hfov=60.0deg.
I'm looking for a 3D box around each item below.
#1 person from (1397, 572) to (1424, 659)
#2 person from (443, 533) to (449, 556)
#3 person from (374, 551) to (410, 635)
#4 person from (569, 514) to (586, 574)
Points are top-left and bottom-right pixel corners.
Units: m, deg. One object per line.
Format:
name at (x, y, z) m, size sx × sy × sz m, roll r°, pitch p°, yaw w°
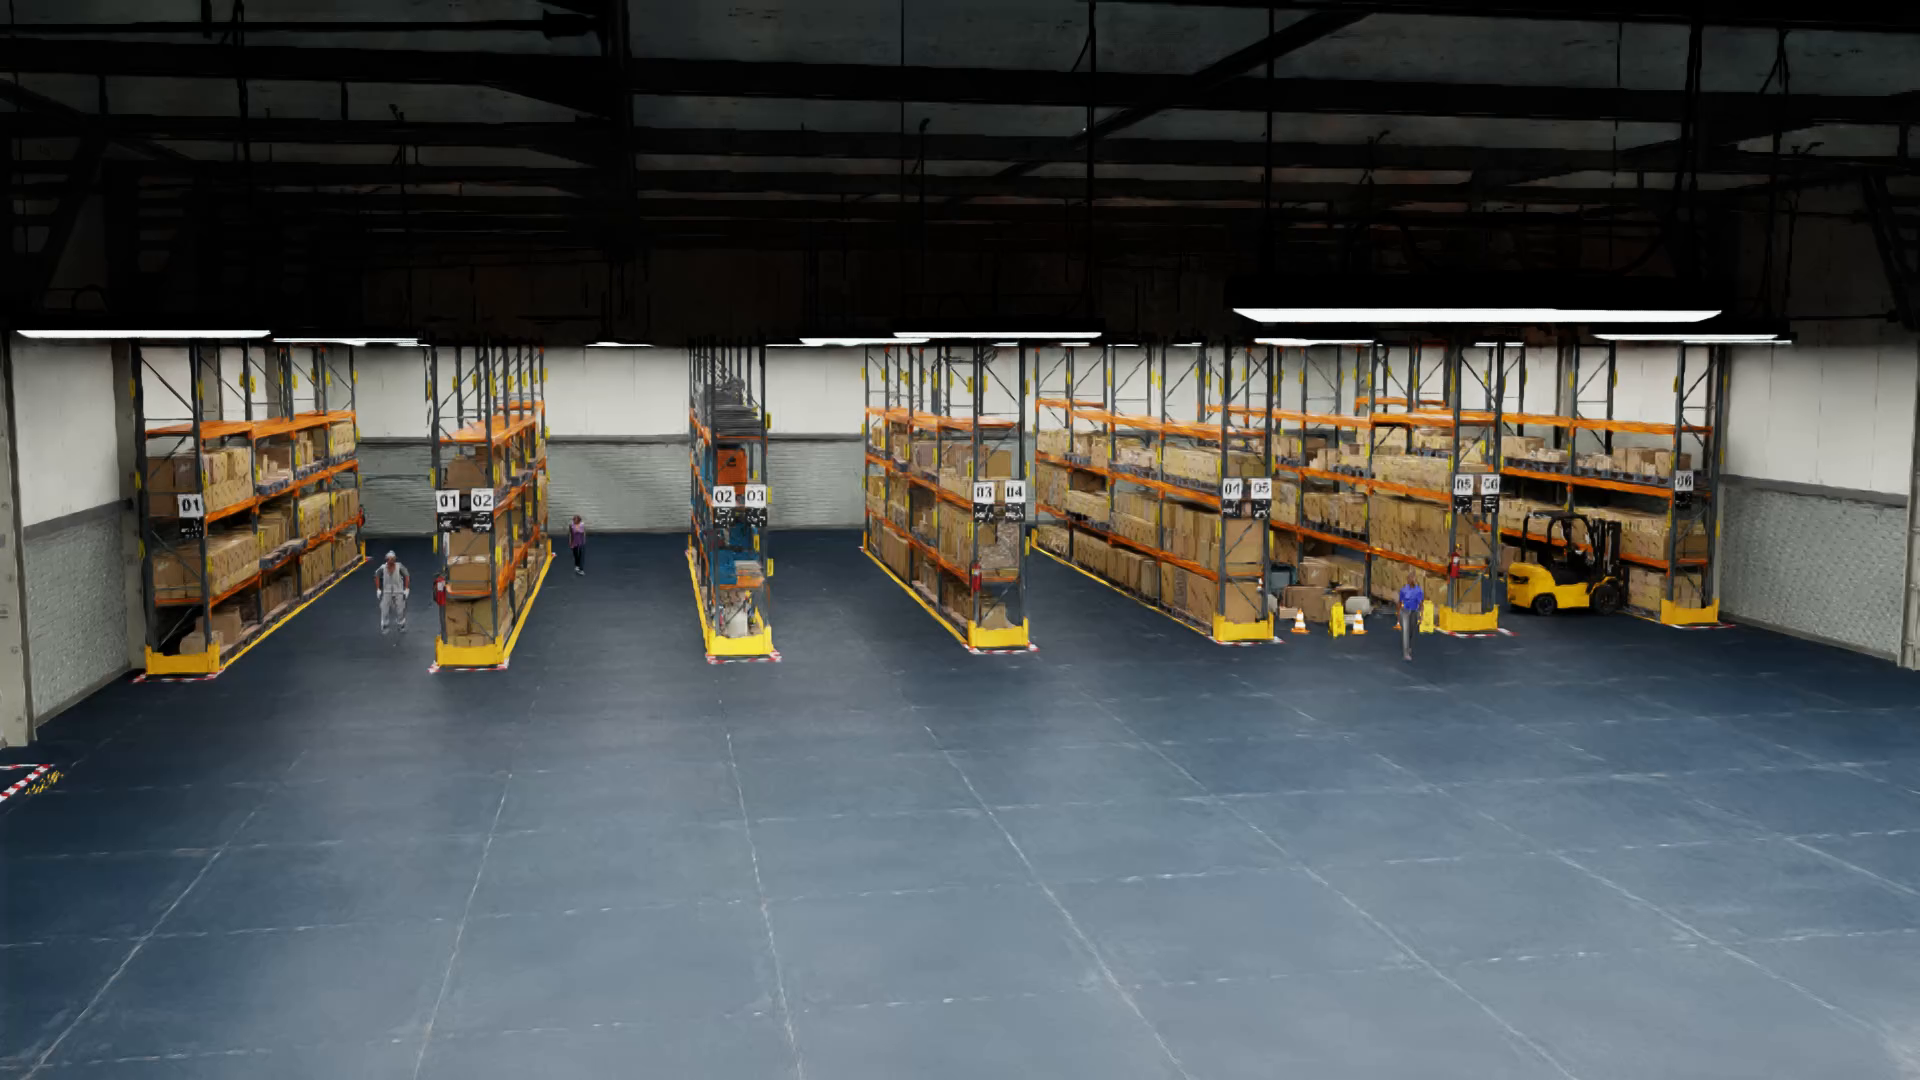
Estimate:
person at (8.374, 1.392, 30.890) m, size 0.441 × 1.574 × 0.992 m, roll 0°, pitch 7°, yaw -2°
person at (-12.596, 0.133, 41.294) m, size 0.598 × 1.698 × 1.194 m, roll -1°, pitch 7°, yaw -8°
person at (-11.342, 1.064, 33.233) m, size 0.677 × 1.742 × 0.552 m, roll -1°, pitch 7°, yaw -12°
person at (-9.780, 0.089, 42.515) m, size 0.417 × 1.517 × 1.037 m, roll -1°, pitch 7°, yaw -9°
